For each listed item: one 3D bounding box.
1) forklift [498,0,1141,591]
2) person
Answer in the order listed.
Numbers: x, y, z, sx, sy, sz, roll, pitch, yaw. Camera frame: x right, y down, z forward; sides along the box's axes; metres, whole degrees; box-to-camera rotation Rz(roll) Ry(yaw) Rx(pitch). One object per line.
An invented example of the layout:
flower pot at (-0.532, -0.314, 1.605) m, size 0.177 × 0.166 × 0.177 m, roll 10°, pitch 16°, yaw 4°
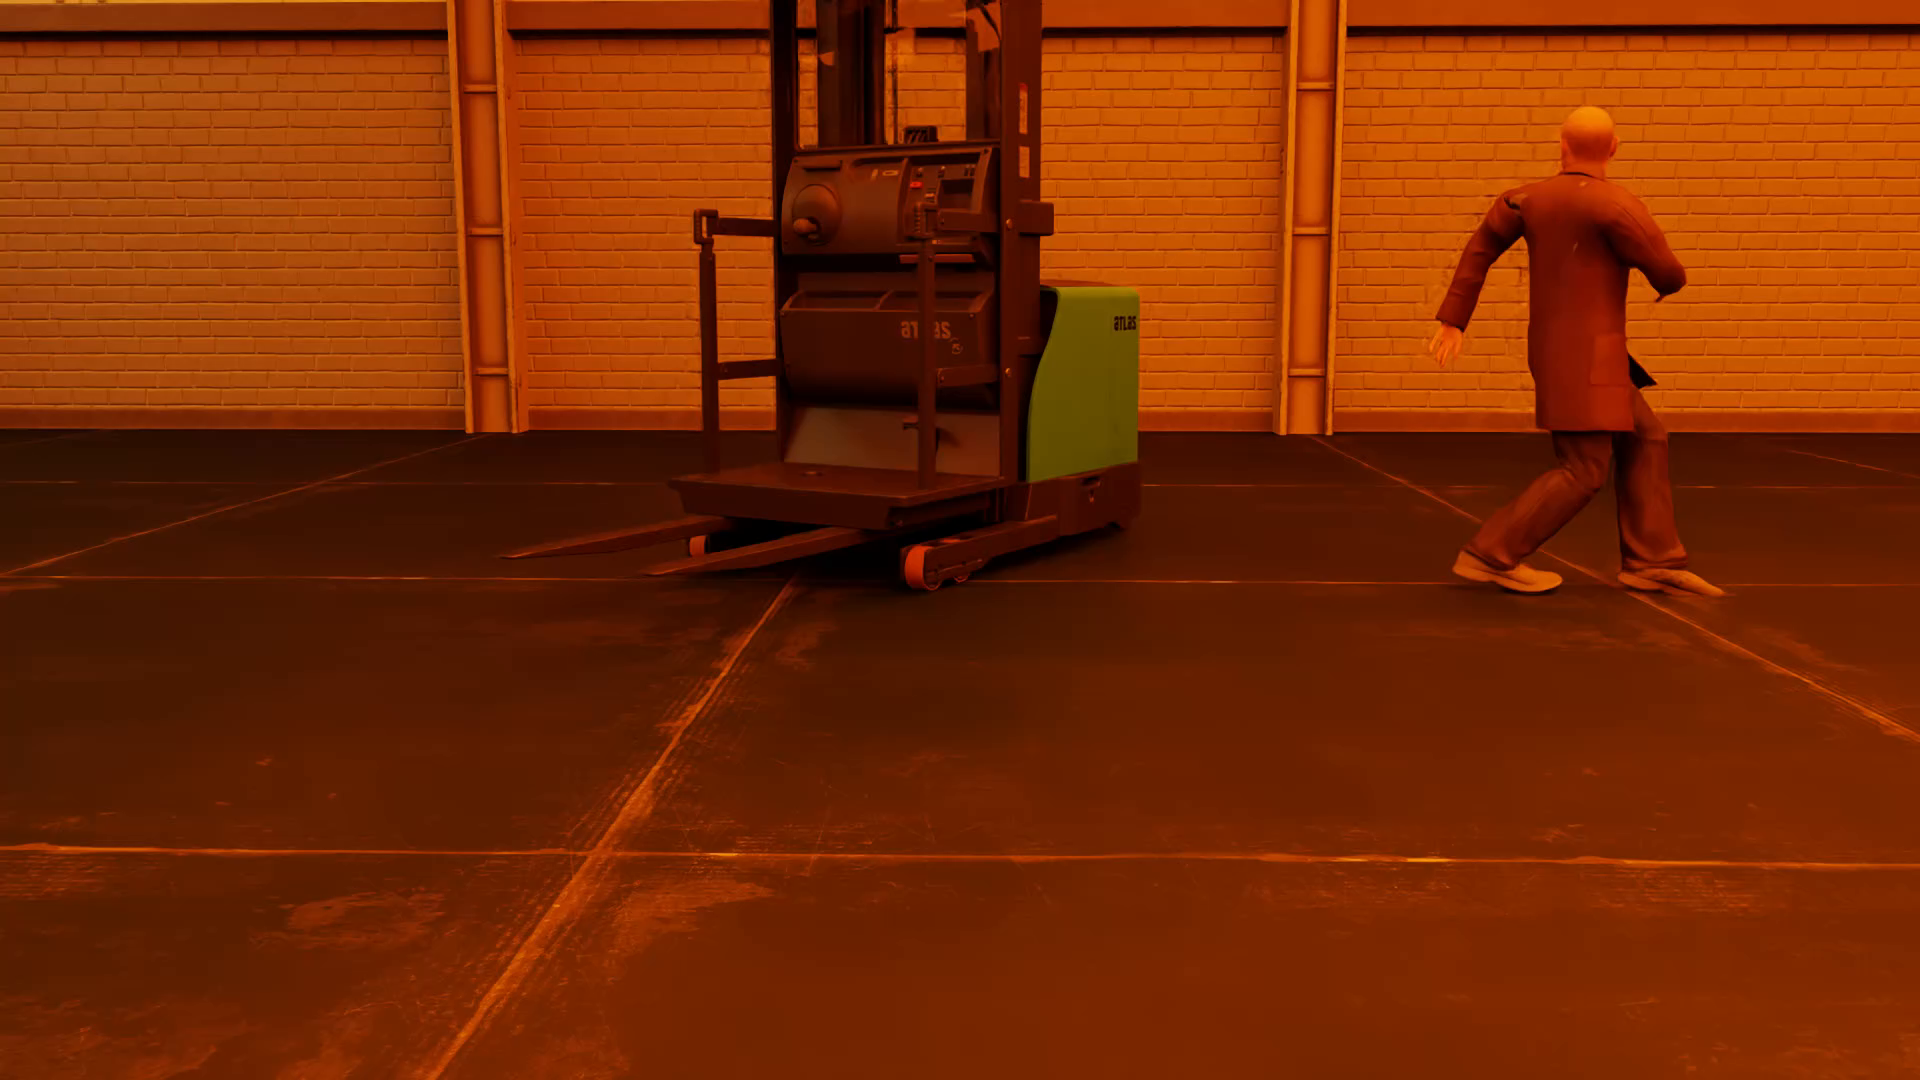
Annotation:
forklift at (-0.400, -1.346, 6.232) m, size 1.130 × 2.935 × 3.031 m, roll 5°, pitch 10°, yaw 31°
person at (2.202, -0.639, 5.838) m, size 1.021 × 1.721 × 0.606 m, roll 0°, pitch 9°, yaw 2°
